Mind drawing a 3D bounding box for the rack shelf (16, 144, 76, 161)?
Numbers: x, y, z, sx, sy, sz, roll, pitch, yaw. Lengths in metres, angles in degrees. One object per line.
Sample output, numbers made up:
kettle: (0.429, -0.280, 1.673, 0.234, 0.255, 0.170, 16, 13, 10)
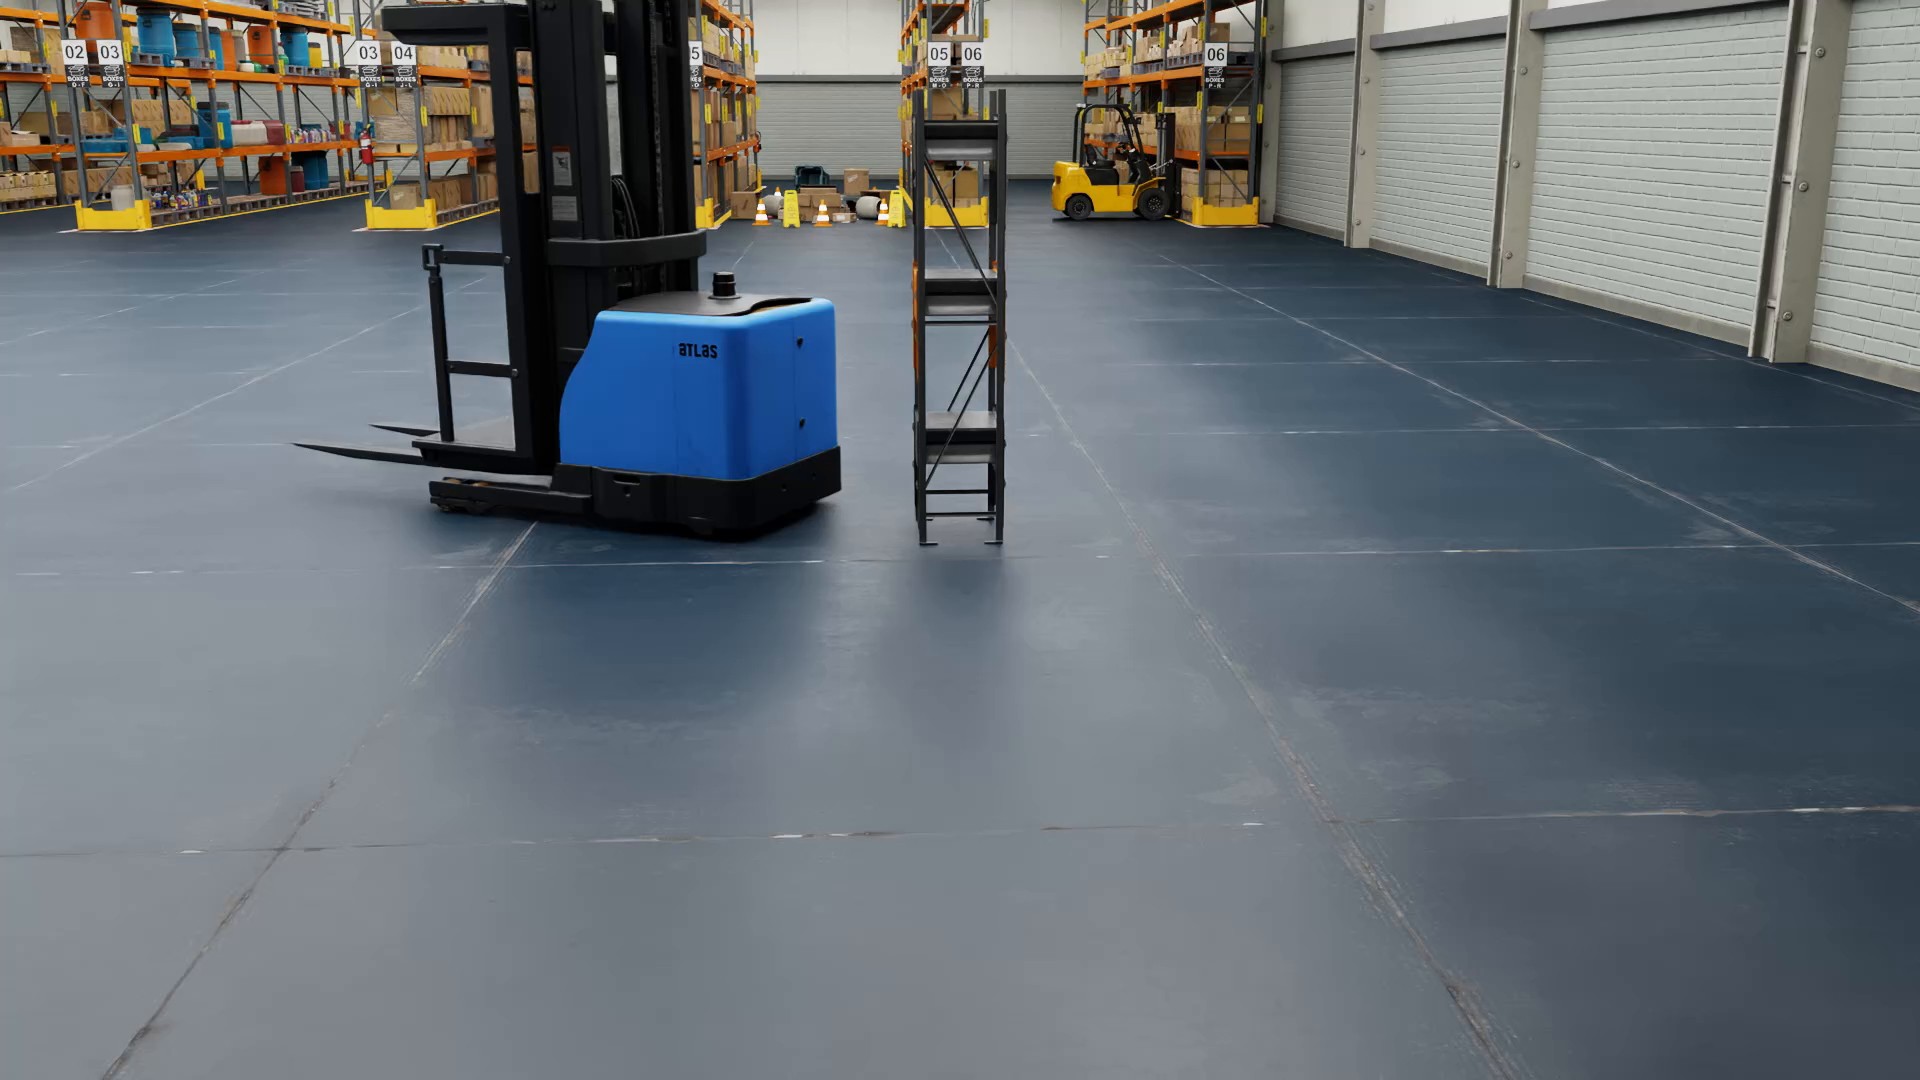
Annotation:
rack shelf: (-20.481, -9.014, 38.484, 1.077, 0.370, 4.000, -1, 14, -3)

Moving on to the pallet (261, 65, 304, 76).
pallet: (-15.363, -10.494, 37.150, 1.003, 0.211, 1.213, -1, 14, -3)

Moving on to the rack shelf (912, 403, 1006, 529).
rack shelf: (-0.010, -0.367, 8.103, 0.431, 0.518, 0.480, -1, 14, -3)

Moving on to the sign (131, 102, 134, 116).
sign: (-20.051, -10.430, 40.221, 0.100, 0.325, 0.005, -1, 14, -3)

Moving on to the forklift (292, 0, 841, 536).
forklift: (-2.189, -1.663, 8.607, 3.031, 2.935, 1.130, 6, 16, 23)

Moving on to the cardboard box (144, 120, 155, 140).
cardboard box: (-20.400, -10.167, 41.319, 0.500, 0.500, 0.500, -1, 14, -2)

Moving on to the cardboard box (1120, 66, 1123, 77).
cardboard box: (4.038, -11.001, 39.044, 0.500, 0.250, 0.500, -1, 14, -3)

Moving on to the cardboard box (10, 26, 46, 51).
cardboard box: (-20.378, -10.959, 36.373, 0.500, 0.500, 0.500, -1, 14, -3)

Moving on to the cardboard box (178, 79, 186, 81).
cardboard box: (-20.558, -12.111, 43.359, 0.500, 0.250, 0.500, -1, 14, -3)

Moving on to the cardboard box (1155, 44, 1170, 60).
cardboard box: (4.335, -10.090, 34.340, 0.500, 0.311, 0.500, -1, 14, -5)

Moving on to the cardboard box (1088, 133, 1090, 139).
cardboard box: (3.688, -10.967, 45.135, 0.380, 0.149, 0.250, -1, 14, -2)

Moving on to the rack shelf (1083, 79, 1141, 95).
rack shelf: (4.003, -11.844, 43.464, 1.077, 0.370, 4.000, -1, 14, -3)

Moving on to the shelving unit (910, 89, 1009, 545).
shelving unit: (-0.010, -1.058, 7.925, 0.431, 2.100, 0.503, -1, 14, -3)

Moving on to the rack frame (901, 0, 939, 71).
rack frame: (-1.074, -14.065, 44.632, 1.000, 3.000, 0.127, -1, 14, -3)

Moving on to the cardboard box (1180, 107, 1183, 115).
cardboard box: (4.506, -8.356, 32.385, 0.380, 0.149, 0.250, -1, 14, -4)

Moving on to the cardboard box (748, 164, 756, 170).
cardboard box: (-5.622, -9.915, 44.228, 0.380, 0.149, 0.250, -1, 14, -5)

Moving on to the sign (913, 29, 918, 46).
sign: (-0.885, -10.060, 33.257, 0.100, 0.325, 0.005, -1, 14, -3)

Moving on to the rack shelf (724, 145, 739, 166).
rack shelf: (-5.389, -8.223, 35.409, 1.077, 0.370, 4.000, -1, 14, -3)

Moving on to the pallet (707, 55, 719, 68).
pallet: (-5.225, -9.280, 32.232, 1.003, 0.211, 1.213, -1, 14, -3)

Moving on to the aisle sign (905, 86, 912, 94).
aisle sign: (-1.368, -12.432, 45.108, 0.394, 0.787, 0.004, -1, 14, -3)

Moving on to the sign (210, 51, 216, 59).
sign: (-14.616, -9.409, 32.536, 0.100, 0.325, 0.005, -1, 14, -3)

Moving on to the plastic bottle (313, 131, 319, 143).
plastic bottle: (-15.252, -9.533, 39.305, 0.152, 0.276, 0.135, -1, 14, -3)

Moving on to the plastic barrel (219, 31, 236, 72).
plastic barrel: (-15.538, -10.231, 34.889, 0.600, 0.830, 0.708, -1, 14, -3)

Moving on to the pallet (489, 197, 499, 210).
pallet: (-10.350, -7.170, 35.468, 1.003, 0.211, 1.213, -1, 14, -3)

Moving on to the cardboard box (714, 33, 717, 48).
cardboard box: (-4.947, -9.605, 31.980, 0.500, 0.250, 0.500, -1, 14, -4)

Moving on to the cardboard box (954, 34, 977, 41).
cardboard box: (0.098, -8.989, 29.828, 0.380, 0.149, 0.250, -1, 14, -4)

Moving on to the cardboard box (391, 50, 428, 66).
cardboard box: (-9.746, -8.531, 29.446, 0.500, 0.250, 0.500, 0, 14, -2)

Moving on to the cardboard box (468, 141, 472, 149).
cardboard box: (-9.915, -7.852, 33.027, 0.380, 0.149, 0.250, -1, 14, -3)

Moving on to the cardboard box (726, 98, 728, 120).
cardboard box: (-5.495, -9.489, 36.681, 0.700, 0.500, 0.500, -1, 14, -4)

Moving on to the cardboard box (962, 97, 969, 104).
cardboard box: (-0.007, -9.008, 34.074, 0.380, 0.149, 0.250, -1, 14, -4)

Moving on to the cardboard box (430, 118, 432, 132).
cardboard box: (-10.131, -7.480, 30.279, 0.875, 0.500, 0.500, -1, 14, -3)

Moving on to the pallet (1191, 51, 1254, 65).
pallet: (4.853, -8.844, 30.538, 1.003, 0.211, 1.213, -1, 14, -3)

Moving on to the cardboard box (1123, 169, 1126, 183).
cardboard box: (4.114, -8.467, 39.088, 0.500, 0.500, 0.500, -1, 14, -4)

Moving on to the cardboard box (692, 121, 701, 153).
cardboard box: (-5.086, -7.243, 29.857, 0.875, 0.550, 0.550, -1, 14, -3)

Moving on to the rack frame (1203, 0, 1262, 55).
rack frame: (4.871, -10.163, 29.468, 1.000, 3.000, 0.127, -1, 14, -3)

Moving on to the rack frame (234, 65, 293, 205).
rack frame: (-15.413, -8.941, 36.755, 1.000, 3.000, 0.127, -1, 14, -3)

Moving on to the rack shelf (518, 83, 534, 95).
rack shelf: (-10.841, -11.614, 42.568, 1.077, 0.370, 4.000, -1, 14, -3)

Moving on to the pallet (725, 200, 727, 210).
pallet: (-5.388, -6.914, 34.475, 1.003, 0.211, 1.213, -1, 14, -3)

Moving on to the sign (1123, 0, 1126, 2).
sign: (4.435, -14.675, 44.811, 0.100, 0.325, 0.005, -1, 14, -3)

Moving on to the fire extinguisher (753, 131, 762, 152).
fire extinguisher: (-5.564, -10.910, 45.312, 0.296, 0.674, 0.183, -1, 14, -3)

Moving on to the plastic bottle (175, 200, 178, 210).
plastic bottle: (-14.725, -6.290, 31.188, 0.097, 0.201, 0.097, 0, 14, 0)

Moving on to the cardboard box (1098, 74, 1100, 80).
cardboard box: (3.770, -11.977, 43.040, 0.380, 0.149, 0.250, -1, 14, -3)

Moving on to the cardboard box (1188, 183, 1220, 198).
cardboard box: (4.529, -6.488, 30.895, 0.500, 0.250, 0.500, -1, 14, -4)

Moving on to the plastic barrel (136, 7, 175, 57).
plastic barrel: (-15.211, -9.595, 31.432, 0.600, 0.901, 0.708, -1, 14, -3)

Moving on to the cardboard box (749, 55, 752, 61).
cardboard box: (-5.636, -12.605, 43.473, 0.380, 0.149, 0.250, -1, 14, -3)
